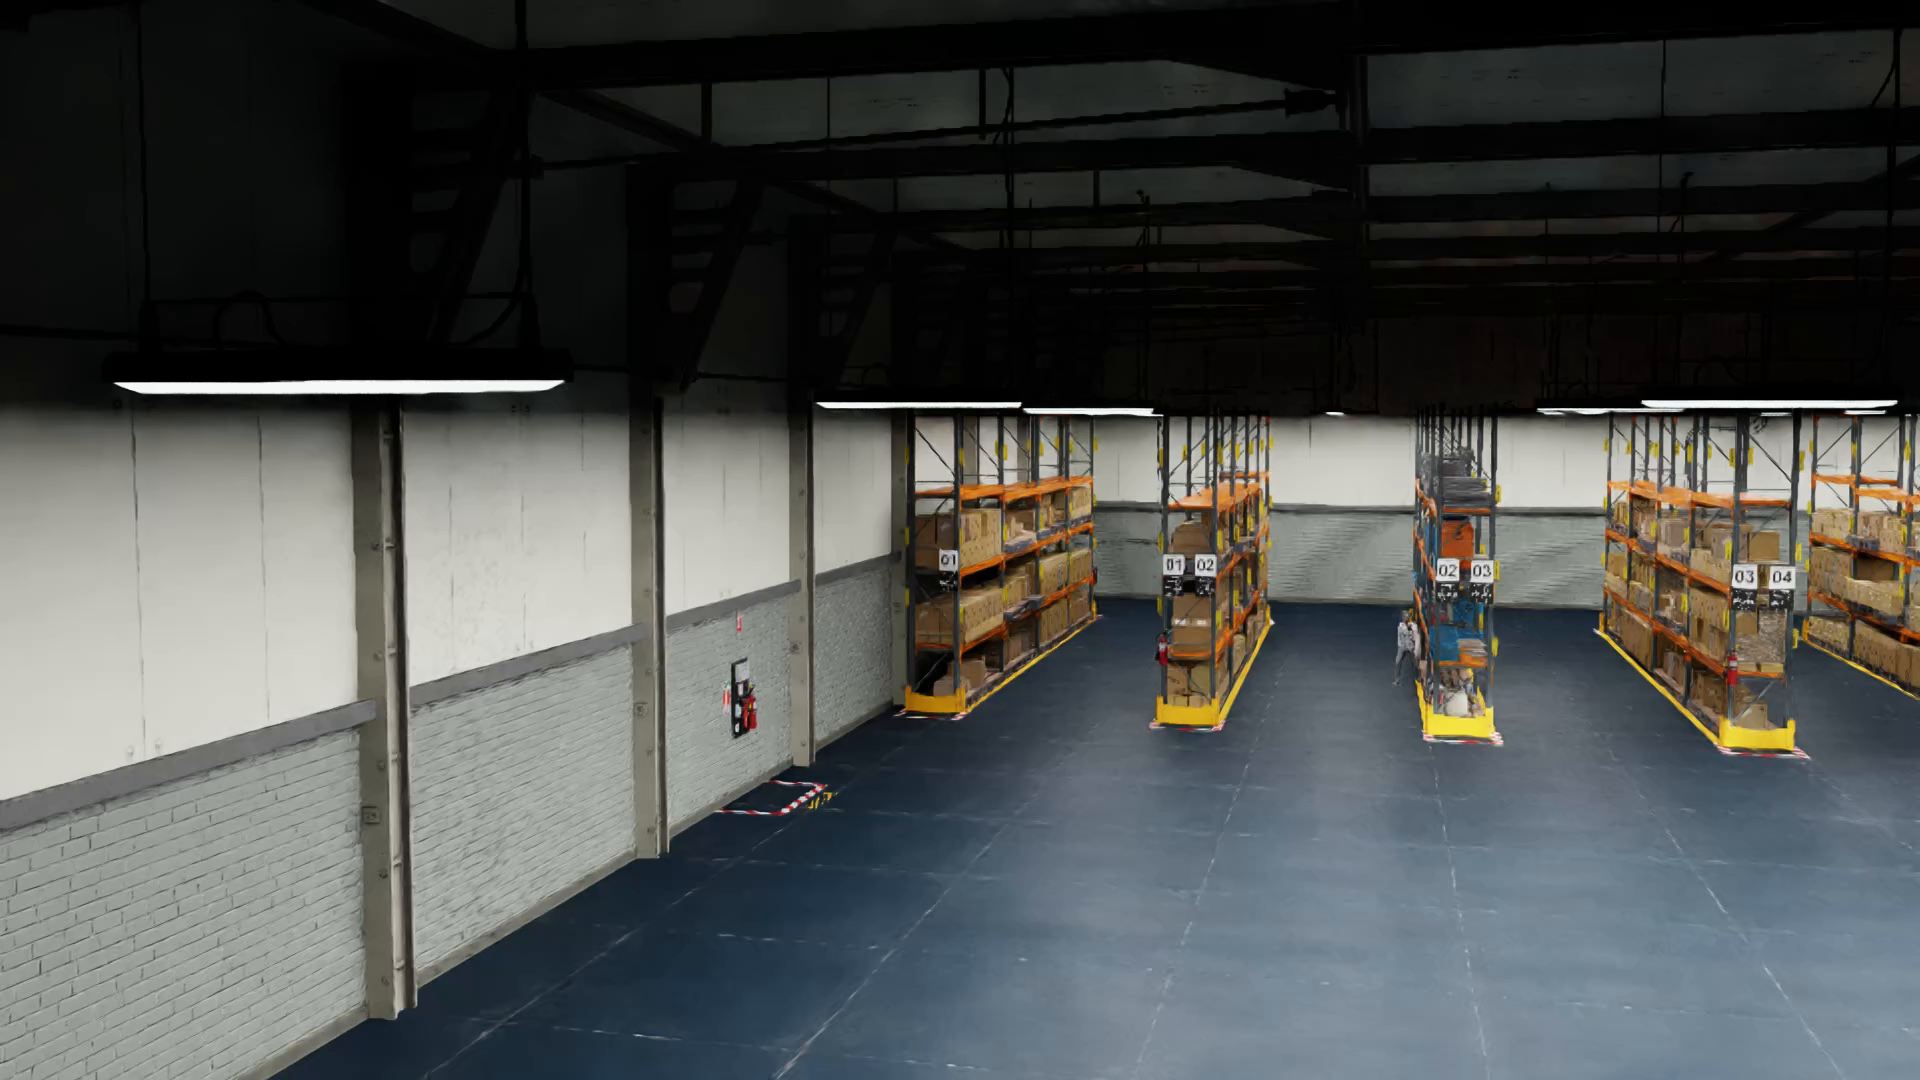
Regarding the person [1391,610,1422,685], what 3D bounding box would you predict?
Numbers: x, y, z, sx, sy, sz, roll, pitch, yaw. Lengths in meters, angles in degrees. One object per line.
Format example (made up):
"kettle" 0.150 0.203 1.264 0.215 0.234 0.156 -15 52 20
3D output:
"person" 9.659 2.304 35.814 0.521 1.618 0.947 3 5 35
